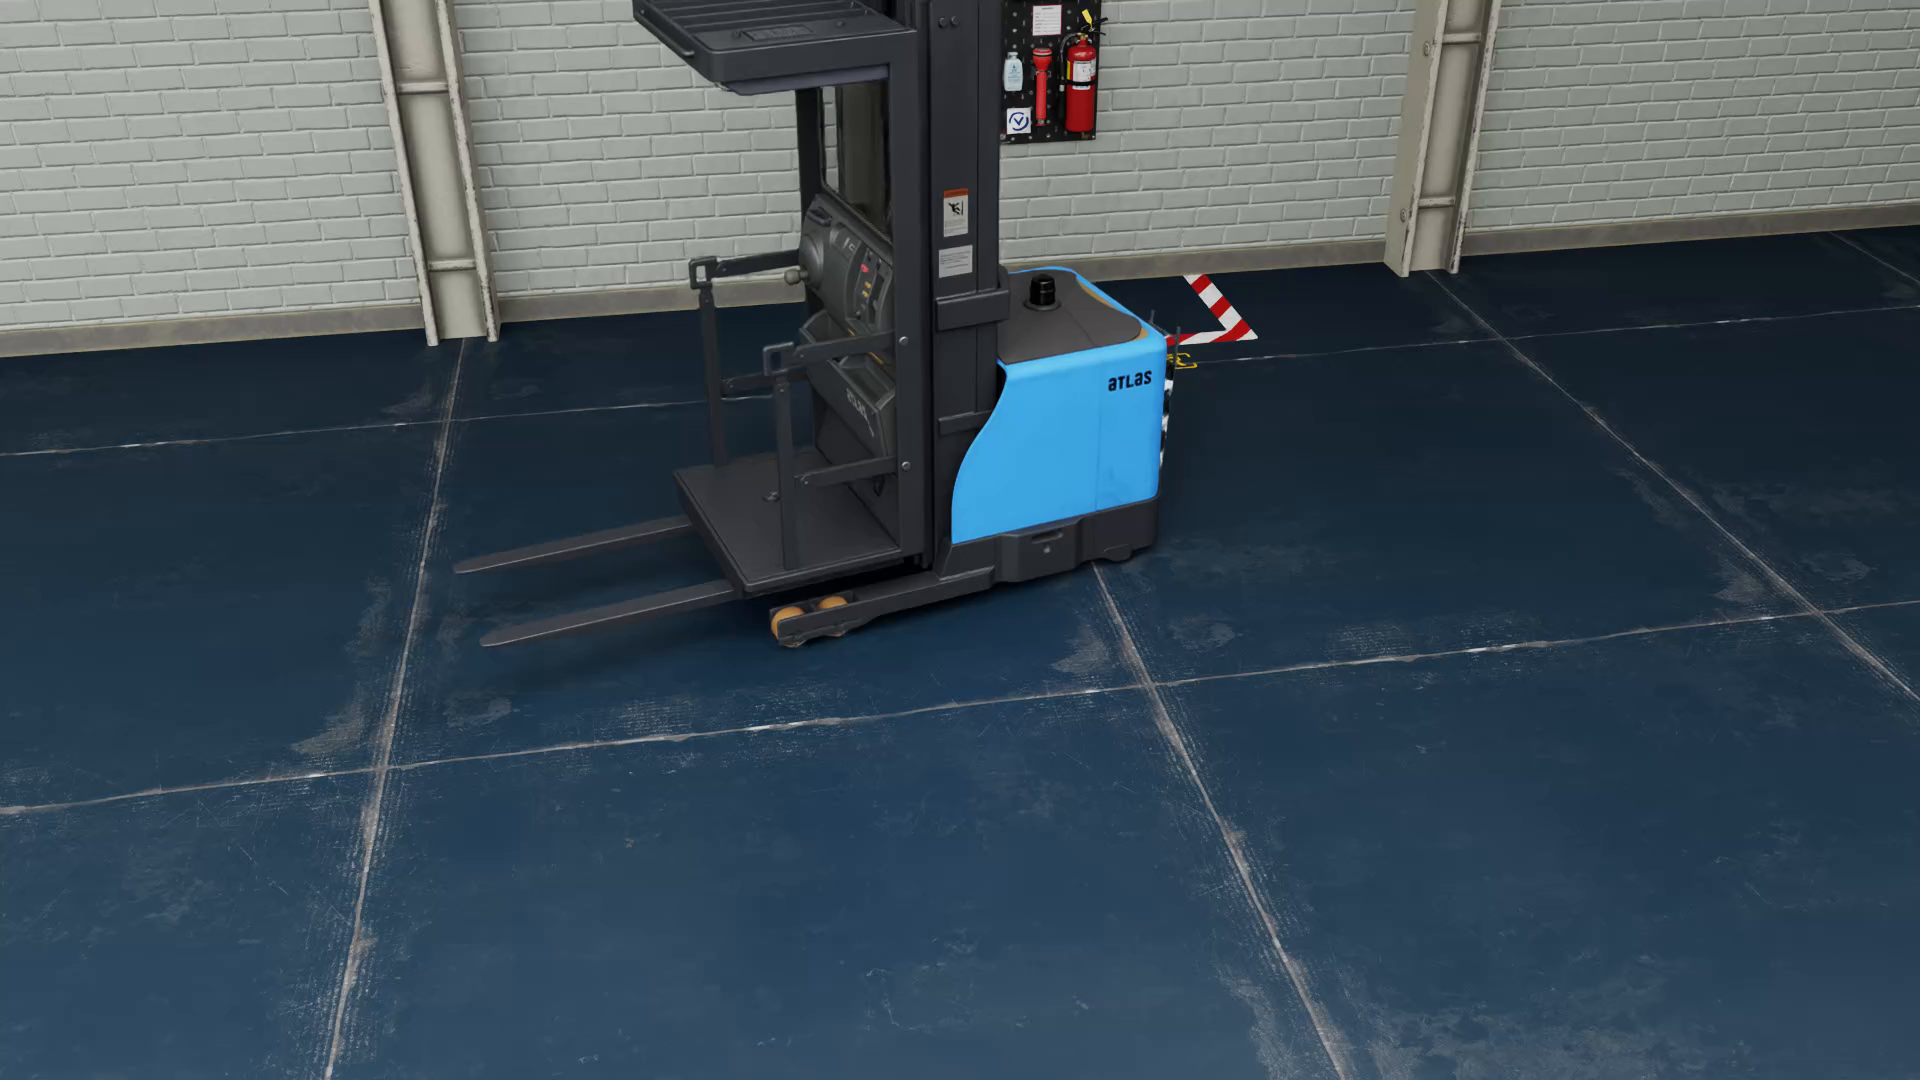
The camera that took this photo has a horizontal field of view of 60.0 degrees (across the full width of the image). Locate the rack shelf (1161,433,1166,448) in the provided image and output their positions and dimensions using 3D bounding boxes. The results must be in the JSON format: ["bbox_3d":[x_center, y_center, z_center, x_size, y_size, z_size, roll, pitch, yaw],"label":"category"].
[{"bbox_3d":[0.829,-0.510,7.959,0.200,0.077,0.258,-11,32,-26],"label":"rack shelf"}]

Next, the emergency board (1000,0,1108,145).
[{"bbox_3d":[0.538,-2.859,9.652,0.643,1.169,0.194,-5,31,-9],"label":"emergency board"}]

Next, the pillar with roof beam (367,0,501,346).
[{"bbox_3d":[-2.151,-2.957,3.901,0.400,9.000,9.100,-5,31,-9],"label":"pillar with roof beam"}]

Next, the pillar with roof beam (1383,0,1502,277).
[{"bbox_3d":[3.751,-3.505,4.833,0.400,9.000,9.100,-5,31,-9],"label":"pillar with roof beam"}]

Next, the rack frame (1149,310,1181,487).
[{"bbox_3d":[0.928,-0.636,7.944,0.006,0.900,0.240,-11,32,-26],"label":"rack frame"}]

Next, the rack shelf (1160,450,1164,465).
[{"bbox_3d":[0.823,-0.432,8.002,0.200,0.077,0.258,-11,32,-26],"label":"rack shelf"}]

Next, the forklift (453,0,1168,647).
[{"bbox_3d":[-0.654,-1.119,6.762,3.031,2.935,1.130,-13,33,-21],"label":"forklift"}]

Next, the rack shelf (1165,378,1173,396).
[{"bbox_3d":[0.847,-0.747,7.831,0.200,0.077,0.258,-11,32,-26],"label":"rack shelf"}]

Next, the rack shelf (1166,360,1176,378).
[{"bbox_3d":[0.853,-0.826,7.788,0.200,0.077,0.258,-11,32,-26],"label":"rack shelf"}]

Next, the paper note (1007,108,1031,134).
[{"bbox_3d":[0.351,-2.497,9.907,0.142,0.148,0.016,-5,31,-9],"label":"paper note"}]

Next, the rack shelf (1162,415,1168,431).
[{"bbox_3d":[0.835,-0.589,7.916,0.200,0.077,0.258,-11,32,-26],"label":"rack shelf"}]

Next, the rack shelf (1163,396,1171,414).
[{"bbox_3d":[0.841,-0.668,7.874,0.200,0.077,0.258,-11,32,-26],"label":"rack shelf"}]

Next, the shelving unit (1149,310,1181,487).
[{"bbox_3d":[0.837,-0.619,7.901,0.210,0.900,0.258,-11,32,-26],"label":"shelving unit"}]
